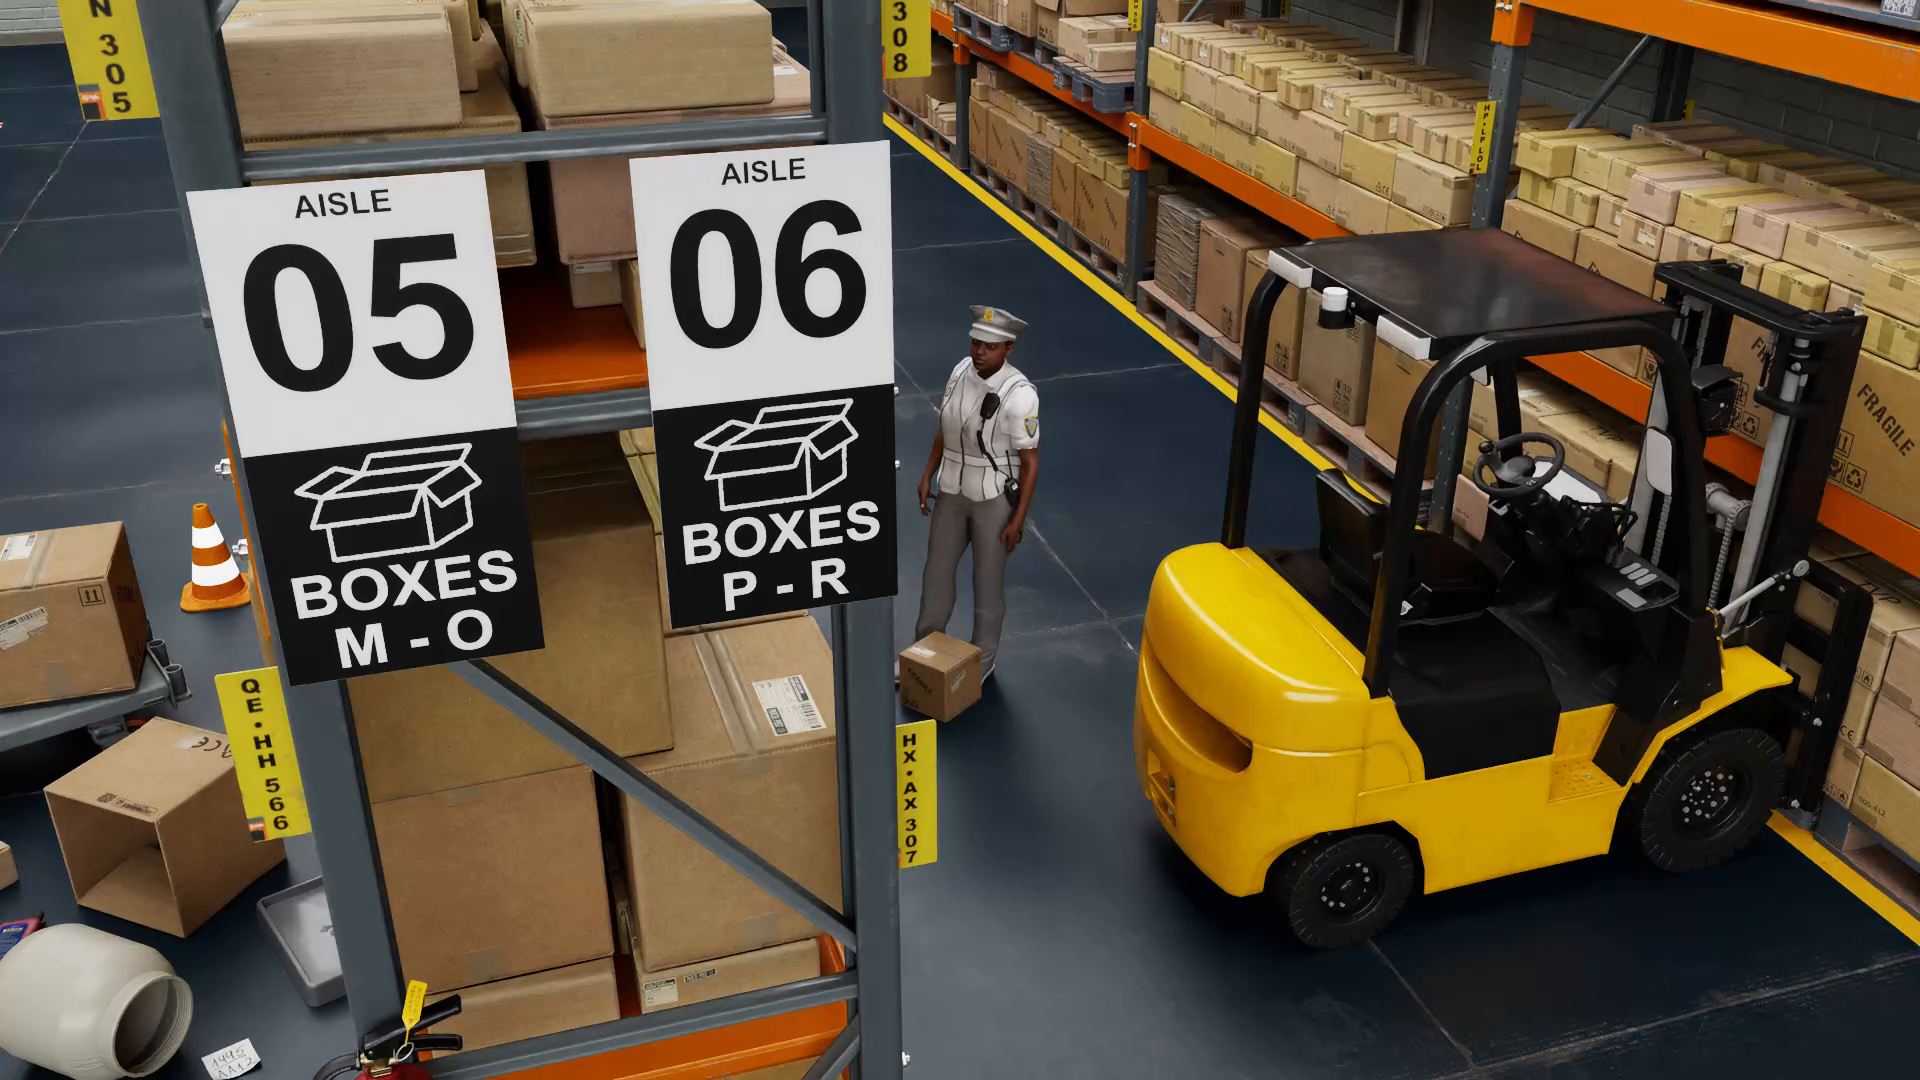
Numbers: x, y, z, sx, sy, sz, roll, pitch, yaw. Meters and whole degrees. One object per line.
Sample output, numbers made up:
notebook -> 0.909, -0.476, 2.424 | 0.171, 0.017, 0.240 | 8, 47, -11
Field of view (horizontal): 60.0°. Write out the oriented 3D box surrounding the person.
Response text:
person -> 0.022, -0.156, 6.871 | 0.569, 1.694, 0.529 | 20, 33, 35
